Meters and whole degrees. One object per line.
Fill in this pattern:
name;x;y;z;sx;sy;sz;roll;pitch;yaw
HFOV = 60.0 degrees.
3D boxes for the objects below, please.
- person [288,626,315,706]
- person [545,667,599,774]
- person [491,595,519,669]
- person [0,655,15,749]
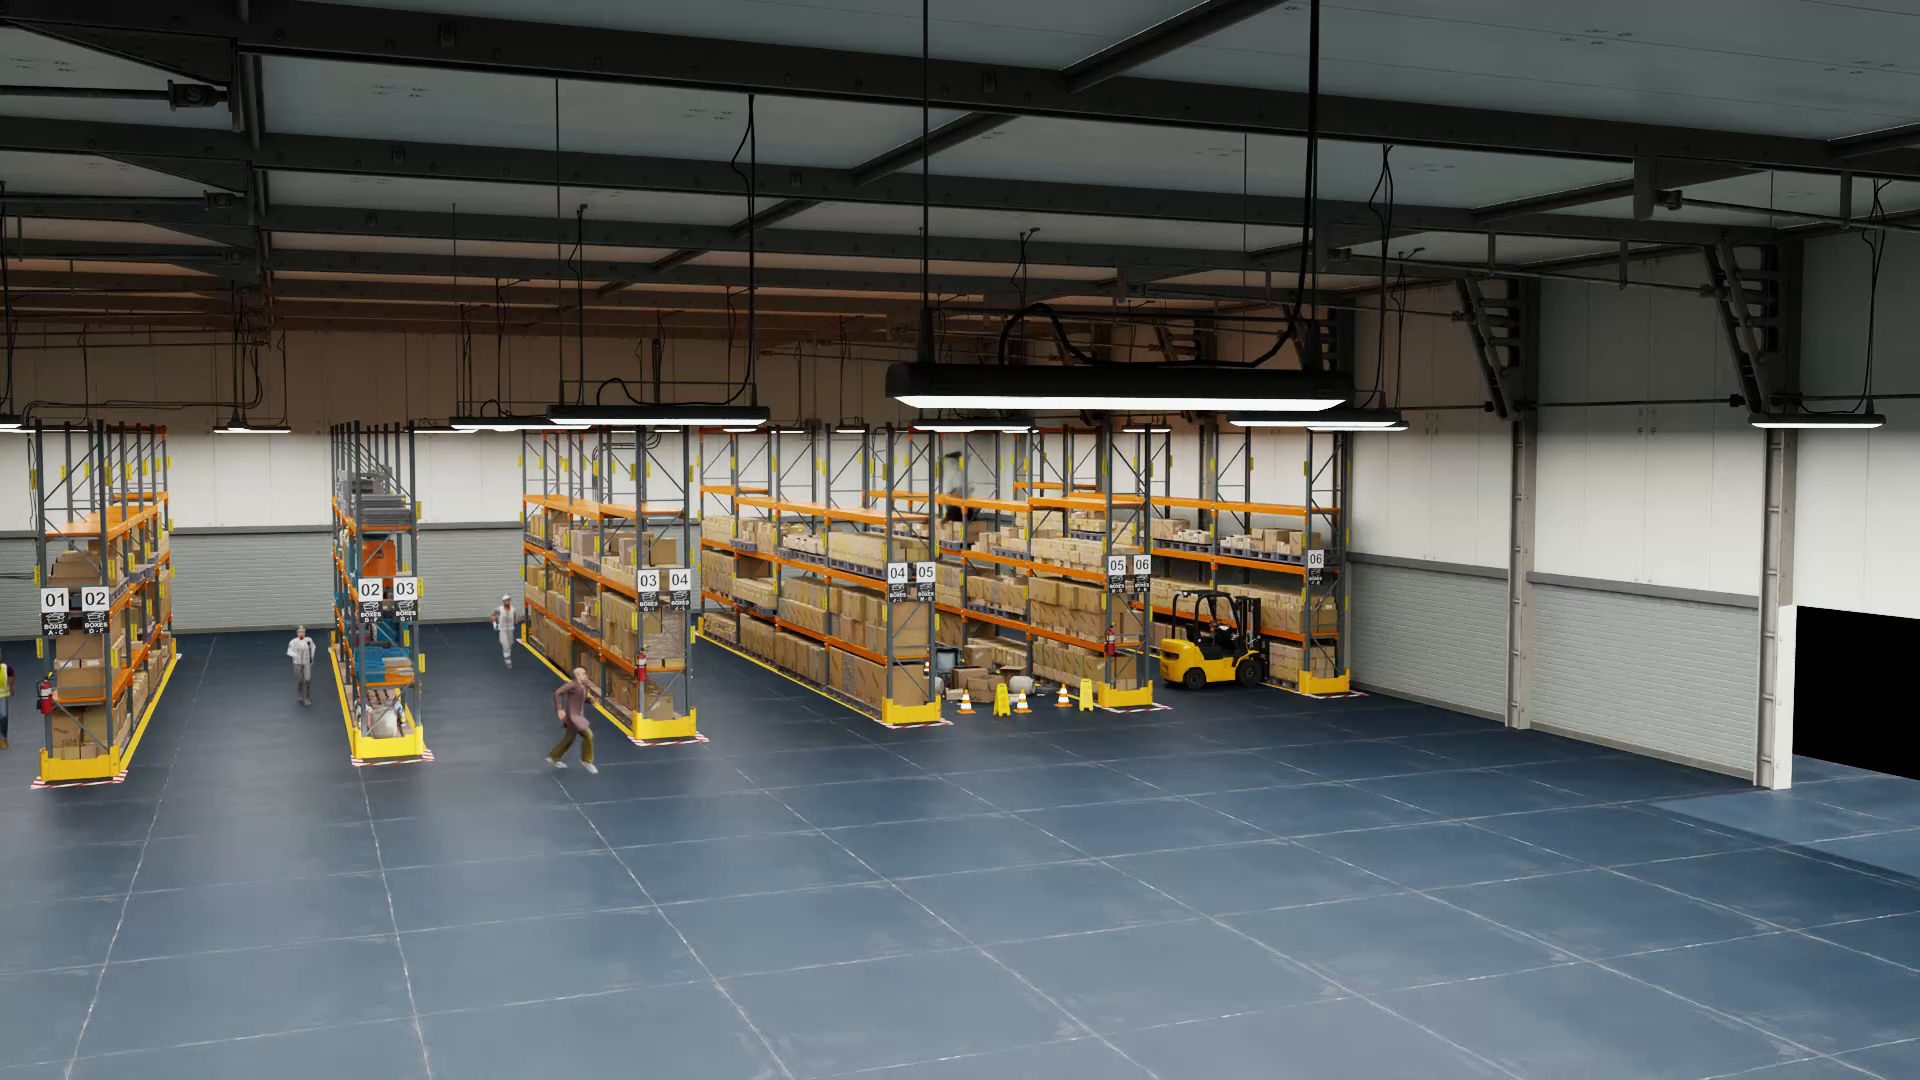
person;-14.030;2.672;35.442;0.550;1.736;0.800;-1;4;-21
person;-6.606;3.078;28.286;0.940;1.832;0.740;0;4;6
person;-11.243;2.253;41.154;0.668;1.788;1.003;-2;4;-30
person;-17.753;2.933;30.605;0.628;1.812;0.827;-2;4;-29
